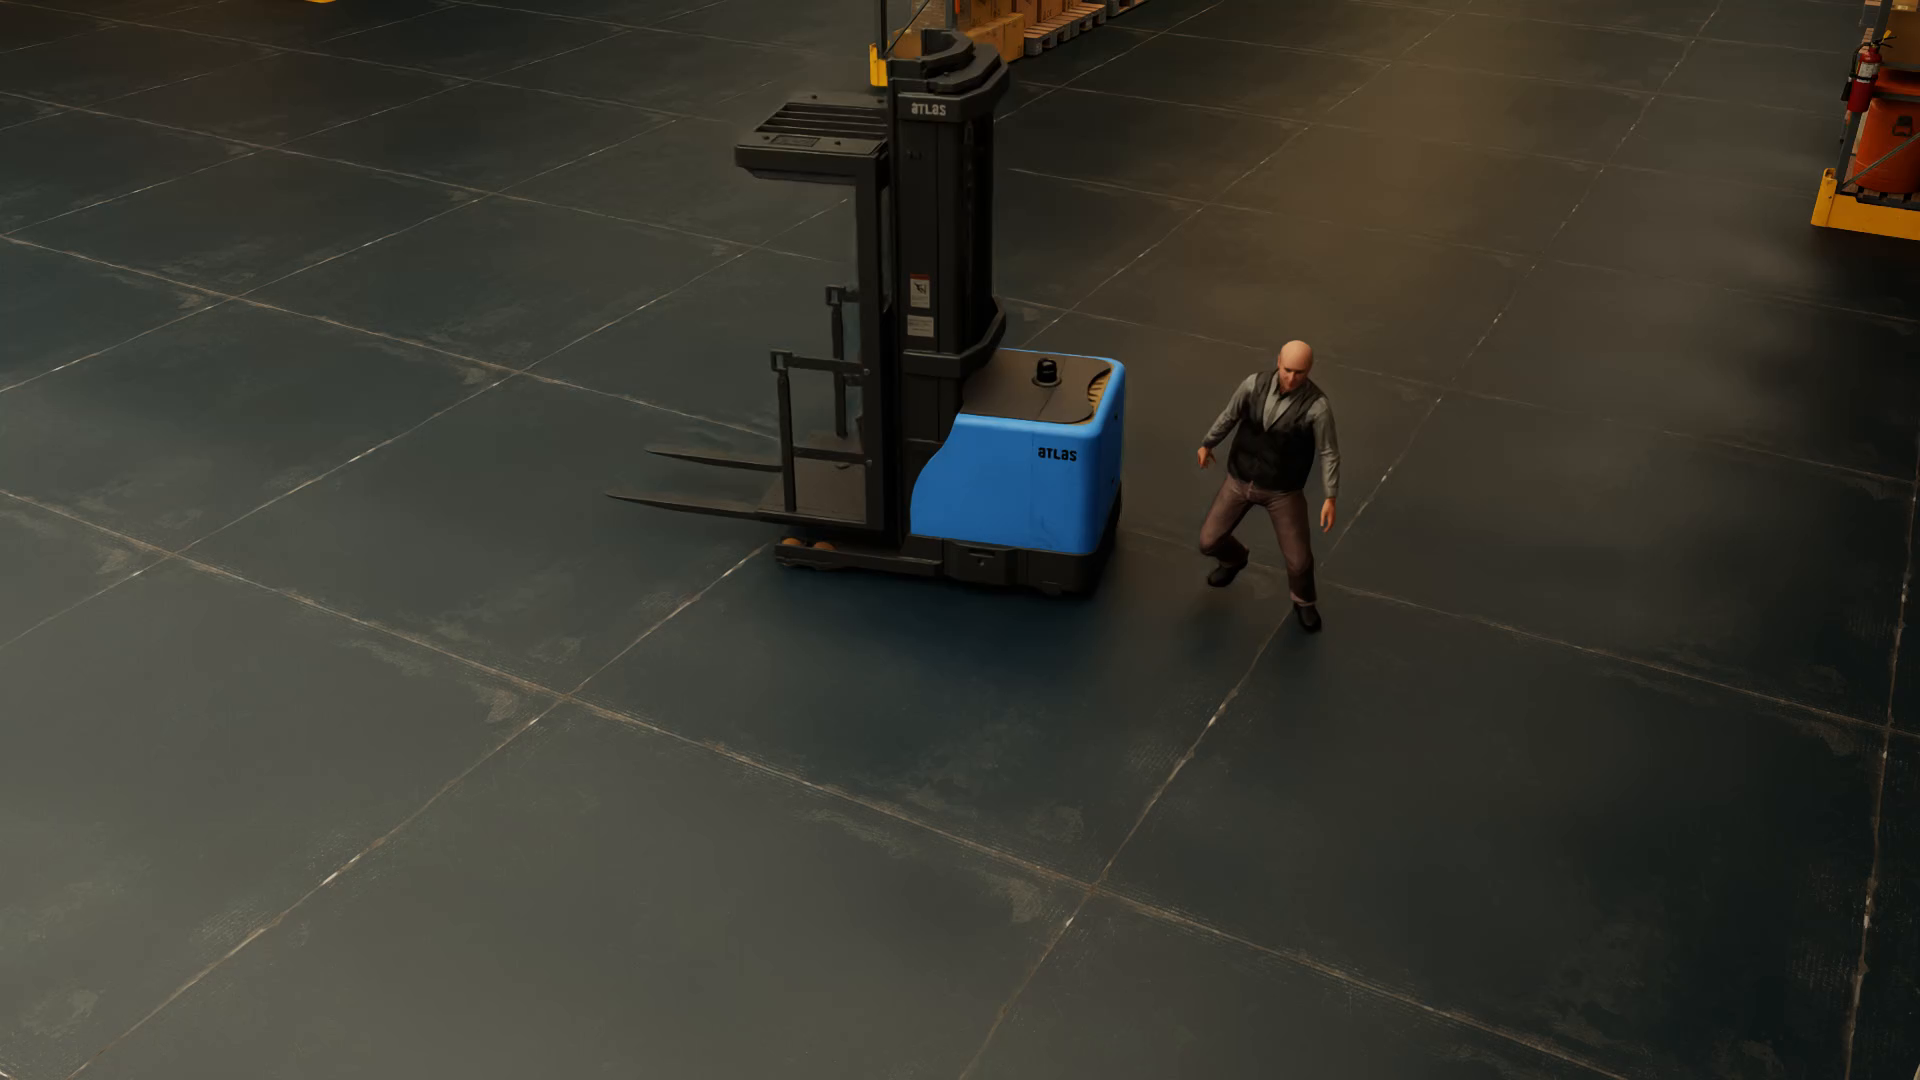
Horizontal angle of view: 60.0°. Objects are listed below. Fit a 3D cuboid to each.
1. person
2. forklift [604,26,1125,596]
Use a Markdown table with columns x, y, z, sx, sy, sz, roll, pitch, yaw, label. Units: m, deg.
| x | y | z | sx | sy | sz | roll | pitch | yaw | label |
| --- | --- | --- | --- | --- | --- | --- | --- | --- | --- |
| 1.642 | -0.331 | 8.956 | 0.885 | 1.634 | 0.486 | 20 | 35 | 30 | person |
| -0.600 | -1.336 | 9.386 | 3.031 | 2.935 | 1.130 | 7 | 31 | 12 | forklift |
